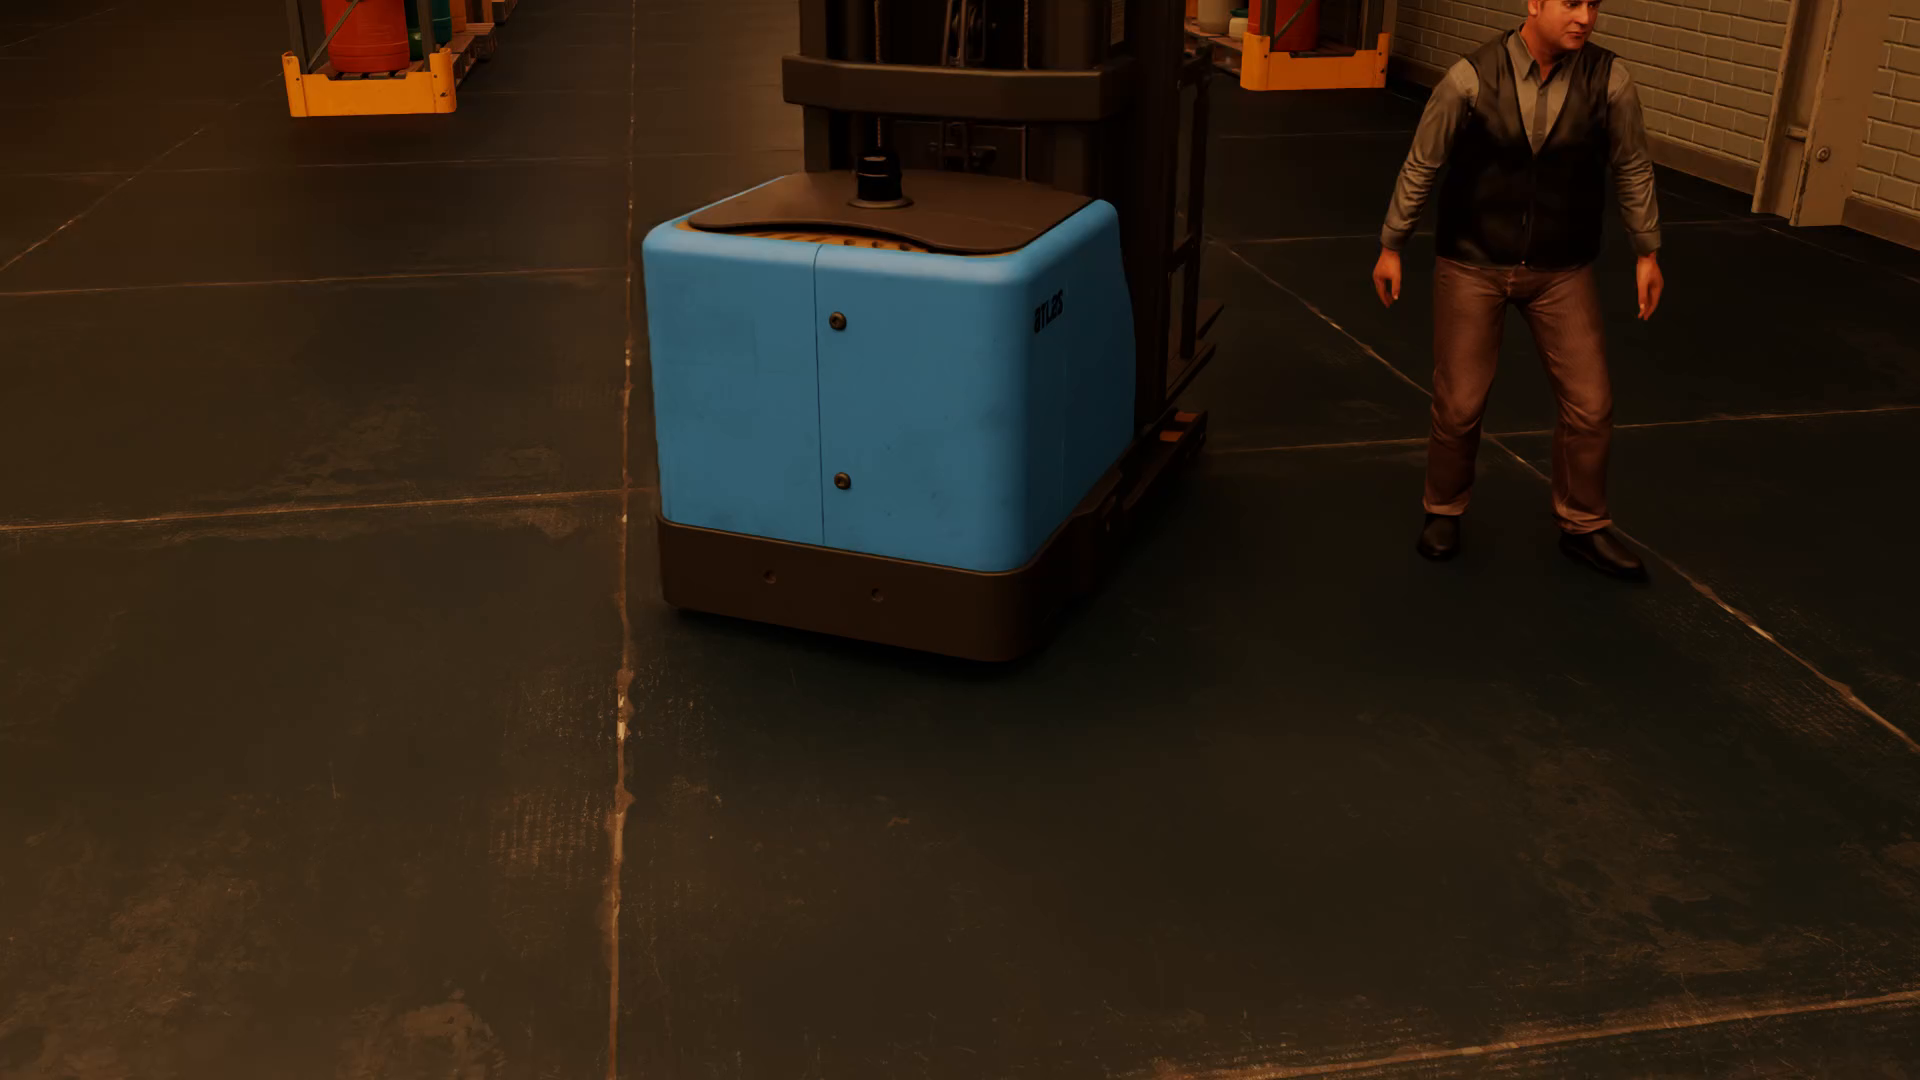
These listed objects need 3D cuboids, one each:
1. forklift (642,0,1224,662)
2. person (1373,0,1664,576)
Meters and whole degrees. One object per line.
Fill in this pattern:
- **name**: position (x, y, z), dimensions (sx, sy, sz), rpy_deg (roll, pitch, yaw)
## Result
- **forklift**: position (0.199, -1.596, 5.028), dimensions (1.130, 2.935, 3.031), rpy_deg (9, 25, 19)
- **person**: position (1.581, -0.751, 4.636), dimensions (0.823, 1.695, 0.390), rpy_deg (3, 24, 8)
